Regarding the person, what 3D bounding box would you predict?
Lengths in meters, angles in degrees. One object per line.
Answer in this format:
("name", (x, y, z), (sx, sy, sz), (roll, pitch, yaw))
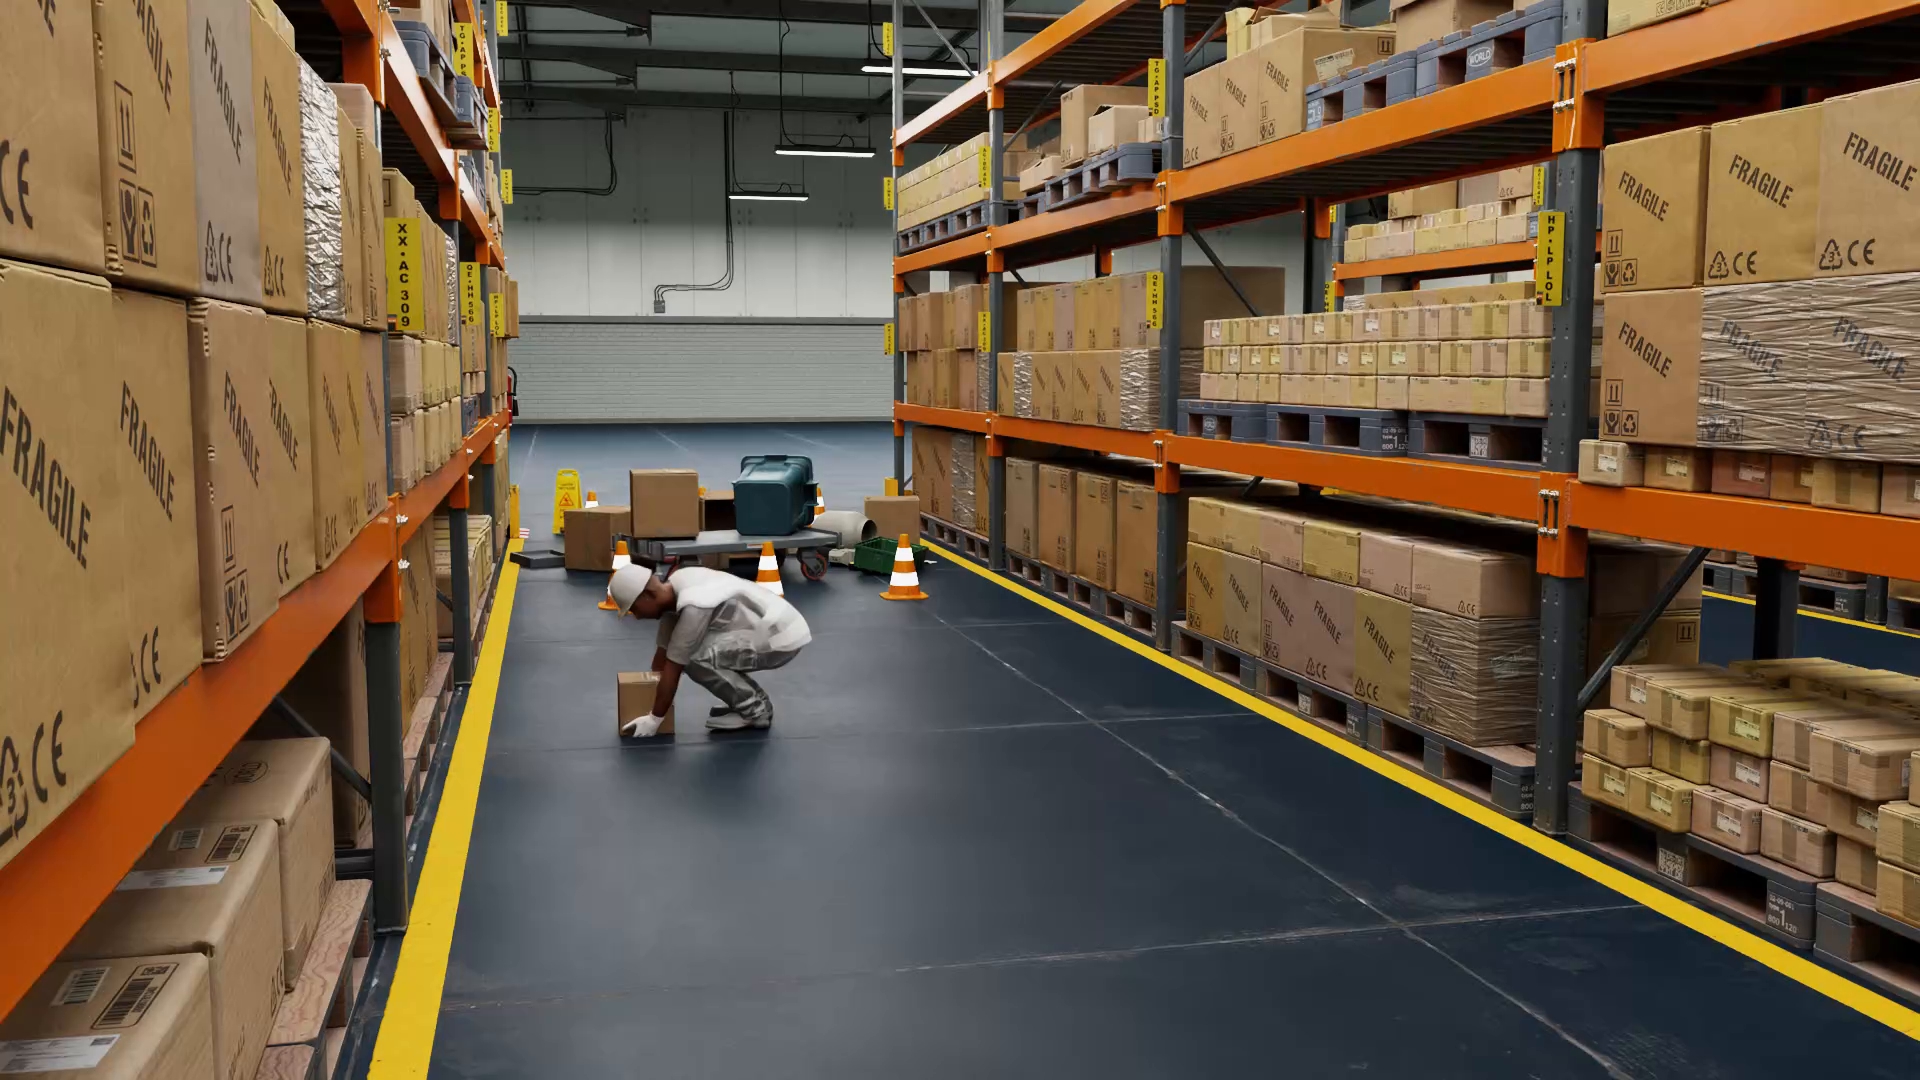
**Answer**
("person", (-1.174, 0.534, 7.860), (0.937, 0.878, 0.574), (-2, 6, -14))
